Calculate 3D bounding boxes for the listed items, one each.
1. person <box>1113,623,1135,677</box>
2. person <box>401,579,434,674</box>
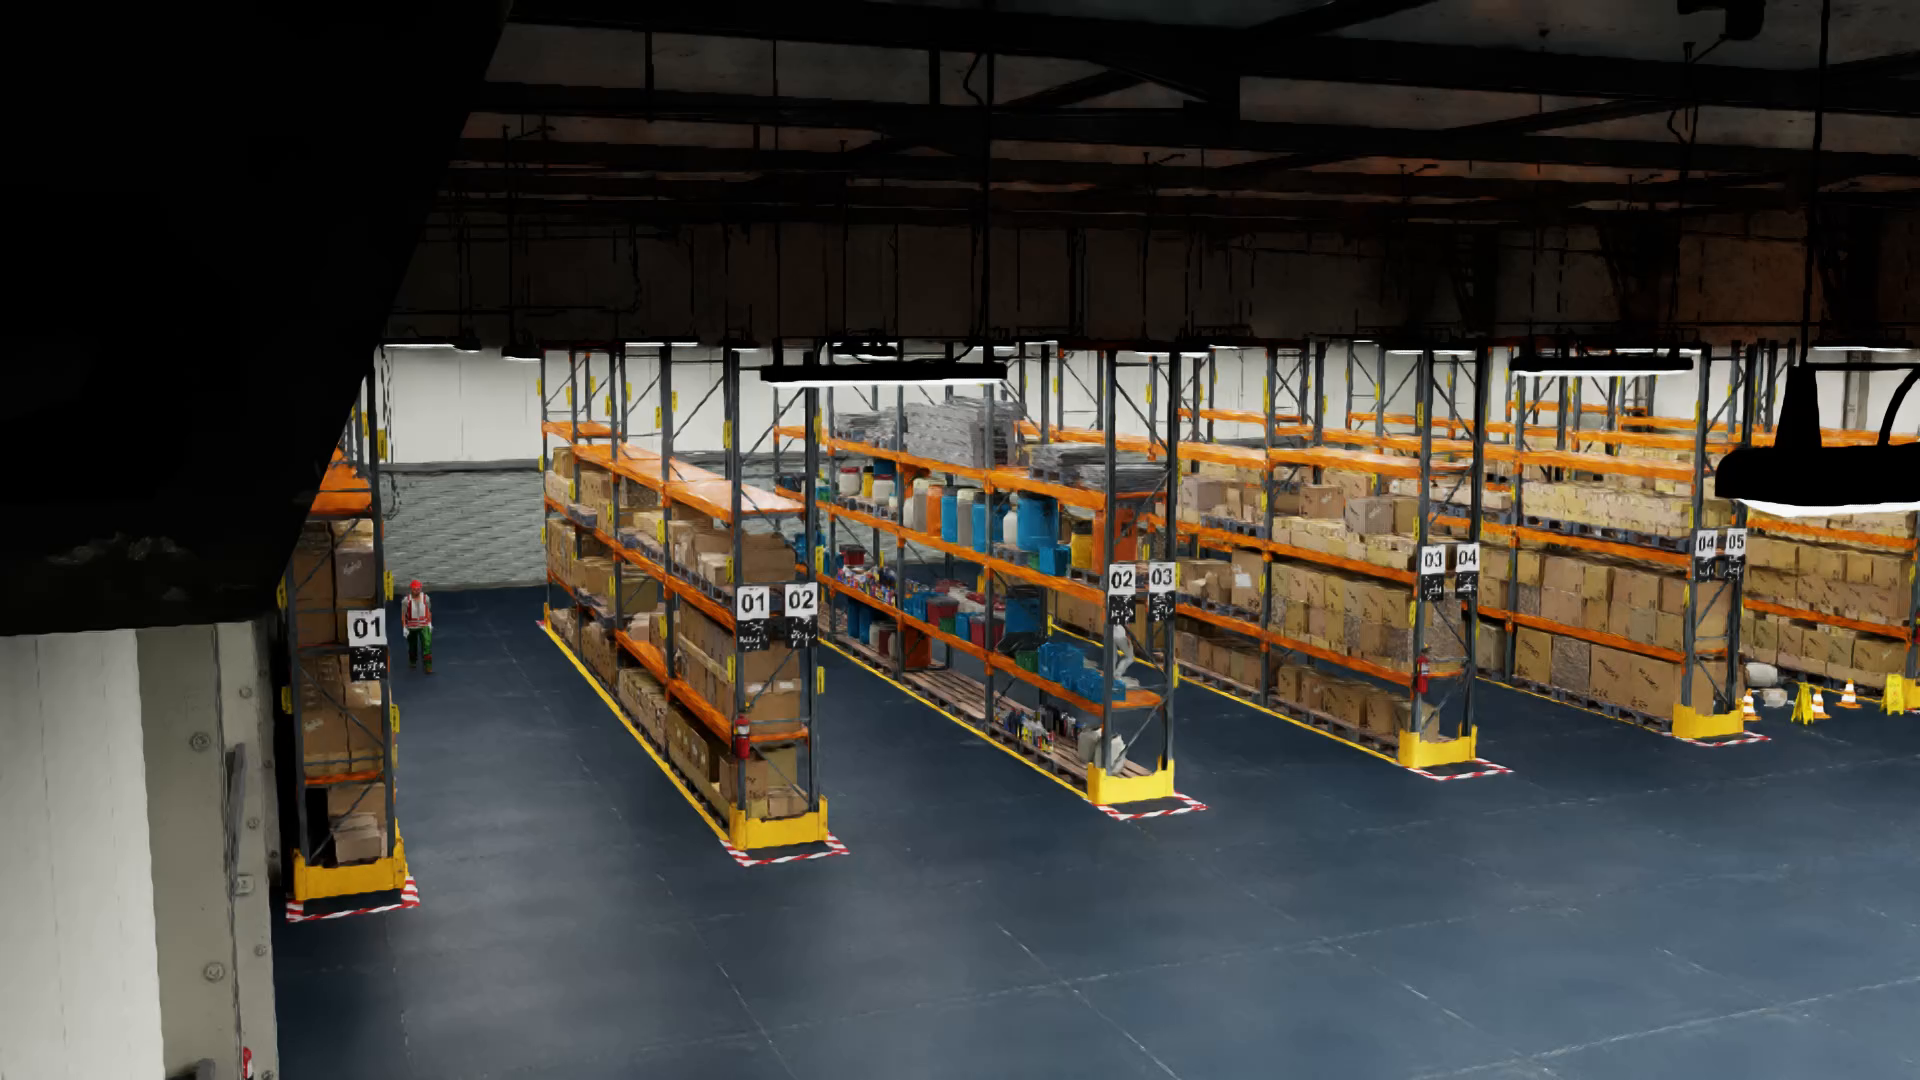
[{"bbox_3d":[2.742,1.689,29.041,0.589,1.754,0.470,6,9,37],"label":"person"},{"bbox_3d":[-9.830,1.552,30.126,0.557,1.702,1.114,-3,8,-23],"label":"person"}]
